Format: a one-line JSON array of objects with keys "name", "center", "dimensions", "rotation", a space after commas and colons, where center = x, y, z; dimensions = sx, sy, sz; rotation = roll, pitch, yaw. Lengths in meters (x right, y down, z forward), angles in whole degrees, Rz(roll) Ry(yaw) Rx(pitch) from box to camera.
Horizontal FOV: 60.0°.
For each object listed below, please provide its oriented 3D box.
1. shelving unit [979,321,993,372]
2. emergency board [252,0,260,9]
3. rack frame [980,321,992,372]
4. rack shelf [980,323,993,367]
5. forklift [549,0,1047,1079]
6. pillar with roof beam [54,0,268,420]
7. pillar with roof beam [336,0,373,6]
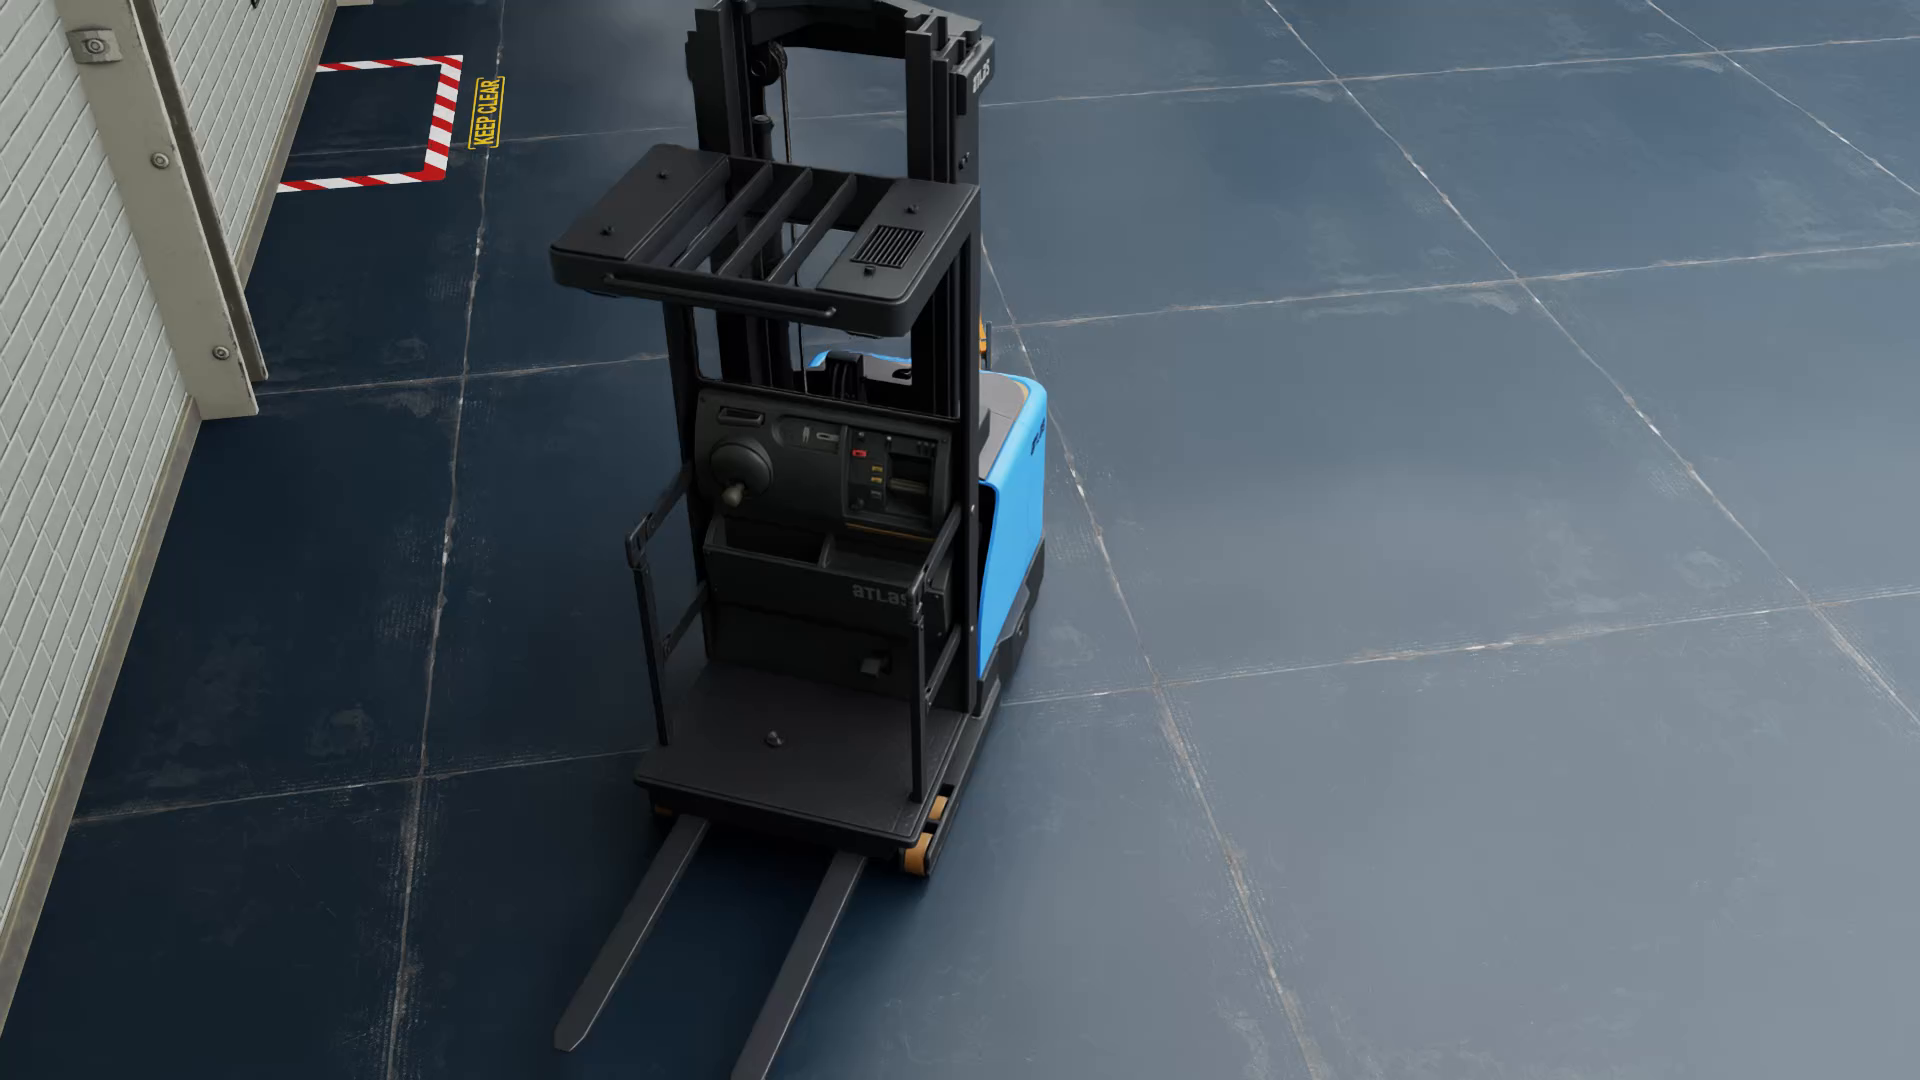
[{"name": "shelving unit", "center": [-0.029, -0.574, 7.511], "dimensions": [0.258, 1.200, 0.503], "rotation": [-6, 38, -8]}, {"name": "emergency board", "center": [-4.487, -4.054, 10.523], "dimensions": [0.157, 1.169, 0.626], "rotation": [-6, 38, -8]}, {"name": "rack frame", "center": [0.014, -0.426, 7.321], "dimensions": [0.240, 1.200, 0.015], "rotation": [-6, 38, -8]}, {"name": "rack shelf", "center": [-0.029, -0.884, 7.270], "dimensions": [0.258, 0.148, 0.480], "rotation": [-6, 38, -8]}, {"name": "forklift", "center": [-0.542, -0.192, 5.608], "dimensions": [1.130, 2.935, 3.031], "rotation": [11, 39, 13]}, {"name": "pillar with roof beam", "center": [0.424, -4.766, 6.550], "dimensions": [9.100, 9.000, 0.400], "rotation": [-6, 38, -8]}, {"name": "pillar with roof beam", "center": [-0.628, -8.390, 11.215], "dimensions": [9.100, 9.000, 0.400], "rotation": [-6, 38, -8]}]
